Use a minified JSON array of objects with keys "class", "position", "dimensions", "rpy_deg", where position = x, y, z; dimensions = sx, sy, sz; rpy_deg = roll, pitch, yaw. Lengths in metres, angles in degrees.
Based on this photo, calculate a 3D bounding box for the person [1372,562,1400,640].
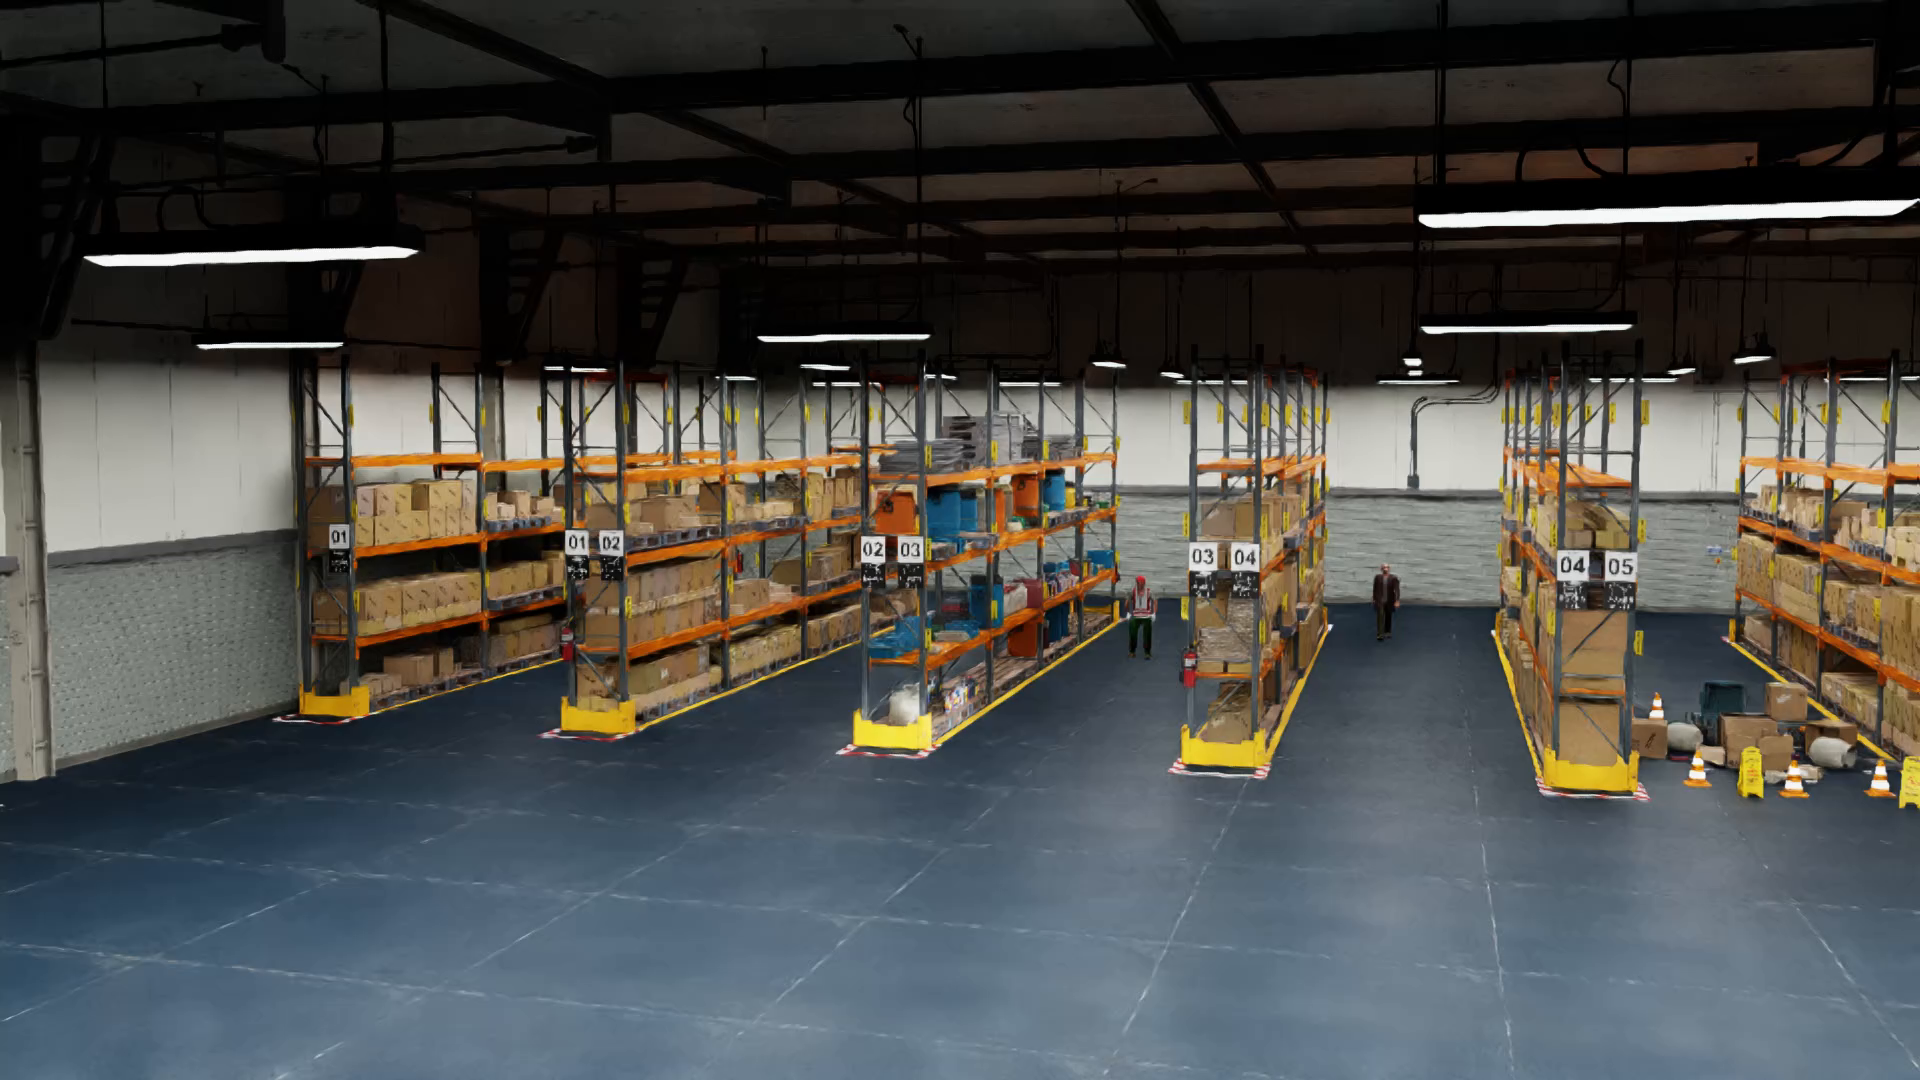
[{"class":"person","position":[9.514,1.354,37.127],"dimensions":[0.603,1.724,1.111],"rpy_deg":[1,4,15]}]

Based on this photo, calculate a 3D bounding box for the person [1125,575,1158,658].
[{"class":"person","position":[3.727,1.576,34.224],"dimensions":[0.677,1.742,0.552],"rpy_deg":[1,4,14]}]
